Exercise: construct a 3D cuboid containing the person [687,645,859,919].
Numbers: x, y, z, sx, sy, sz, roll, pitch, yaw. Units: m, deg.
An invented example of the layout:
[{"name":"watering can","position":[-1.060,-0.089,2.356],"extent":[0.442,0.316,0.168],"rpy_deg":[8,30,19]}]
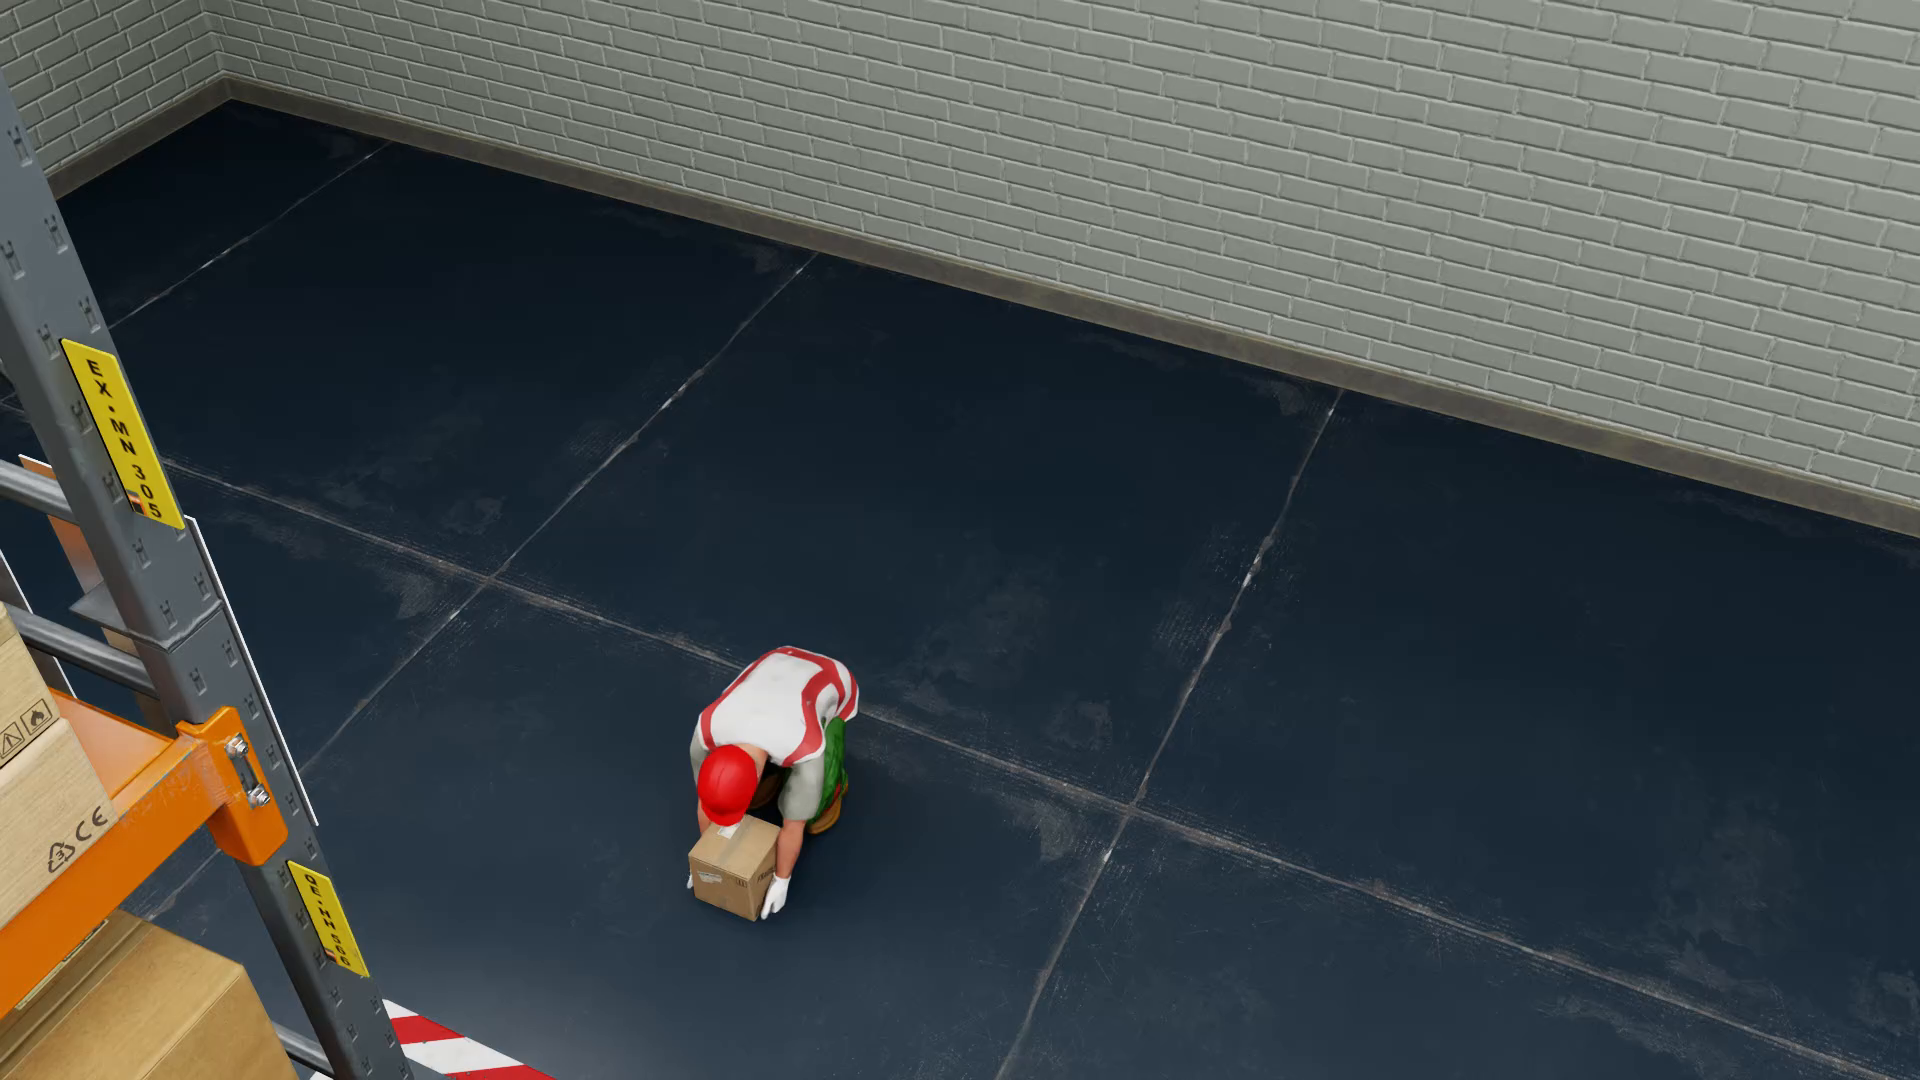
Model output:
[{"name":"person","position":[-0.683,0.826,6.037],"extent":[0.553,0.885,0.919],"rpy_deg":[17,44,18]}]
